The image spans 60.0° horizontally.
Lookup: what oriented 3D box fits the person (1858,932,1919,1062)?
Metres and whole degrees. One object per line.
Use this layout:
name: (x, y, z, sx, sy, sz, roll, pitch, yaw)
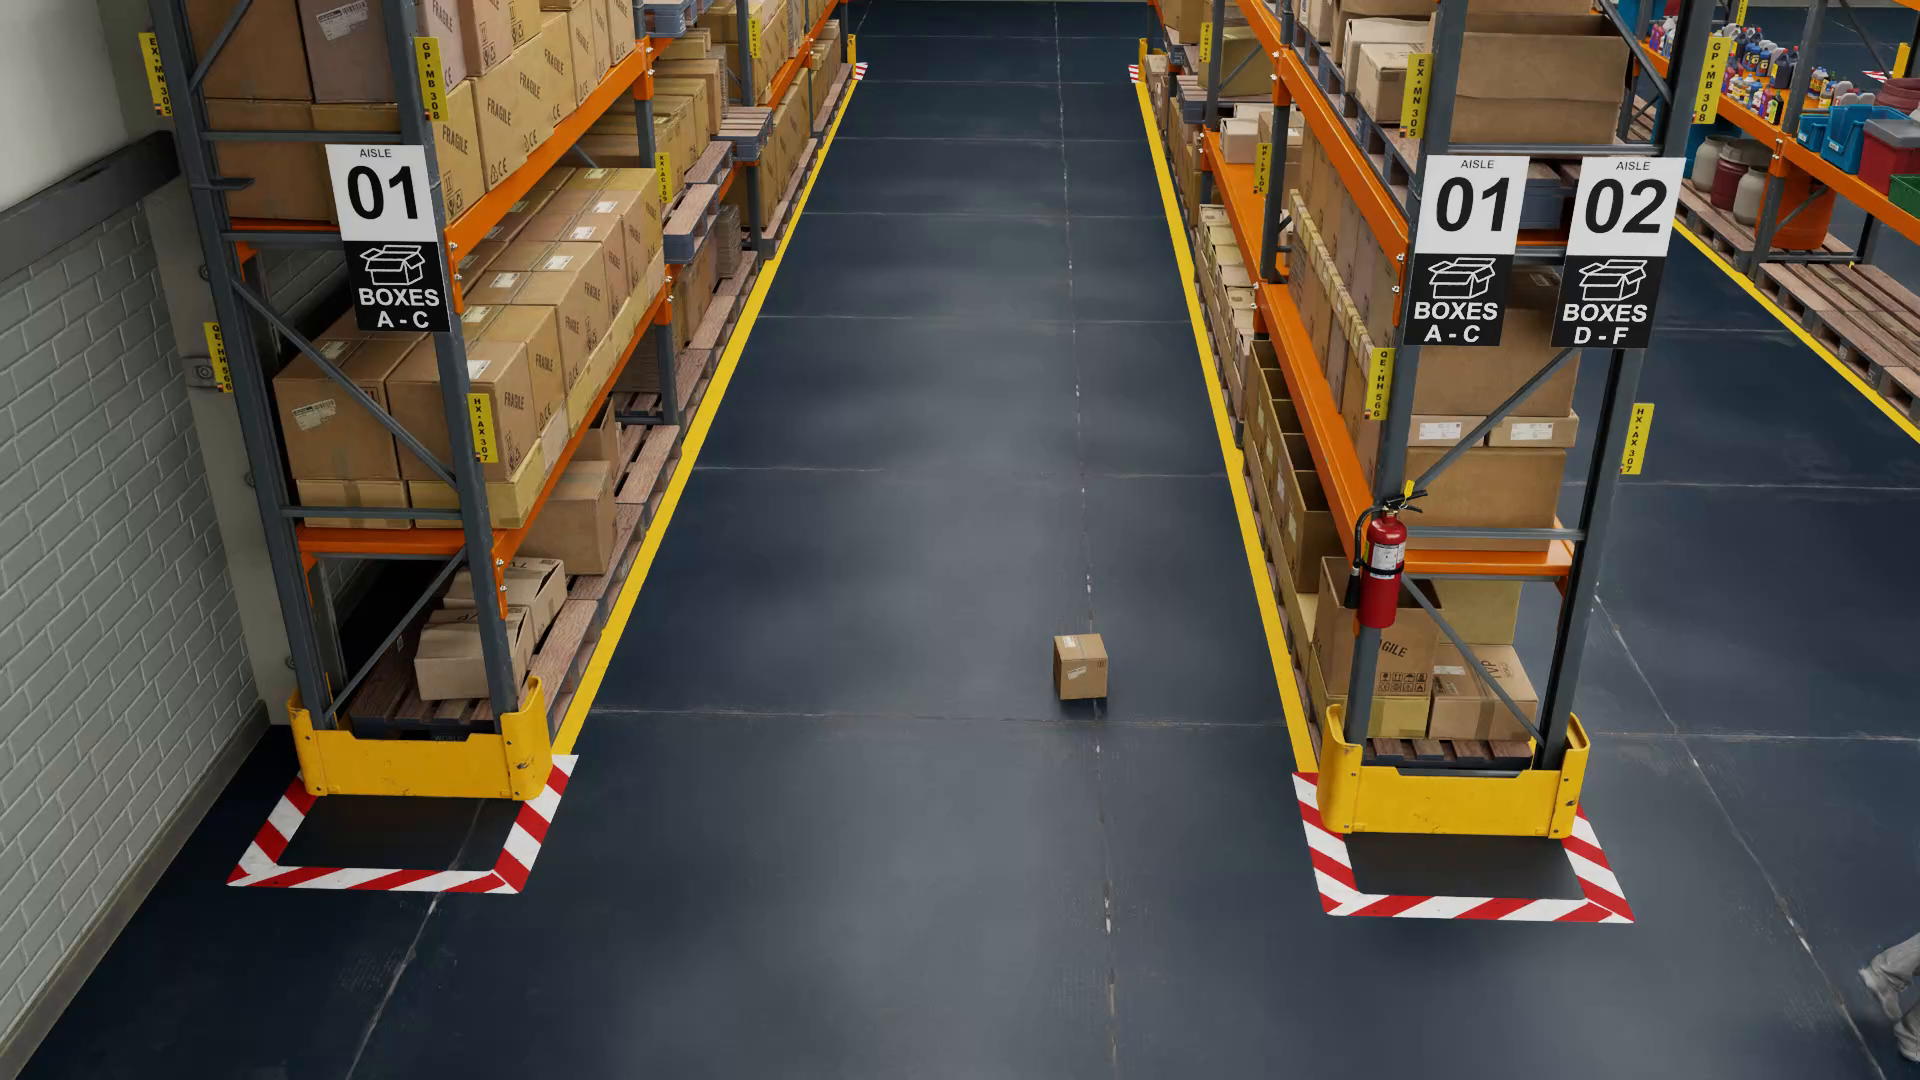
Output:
person: (3.811, 1.232, 6.205, 0.476, 1.765, 0.538, 5, 28, 9)
